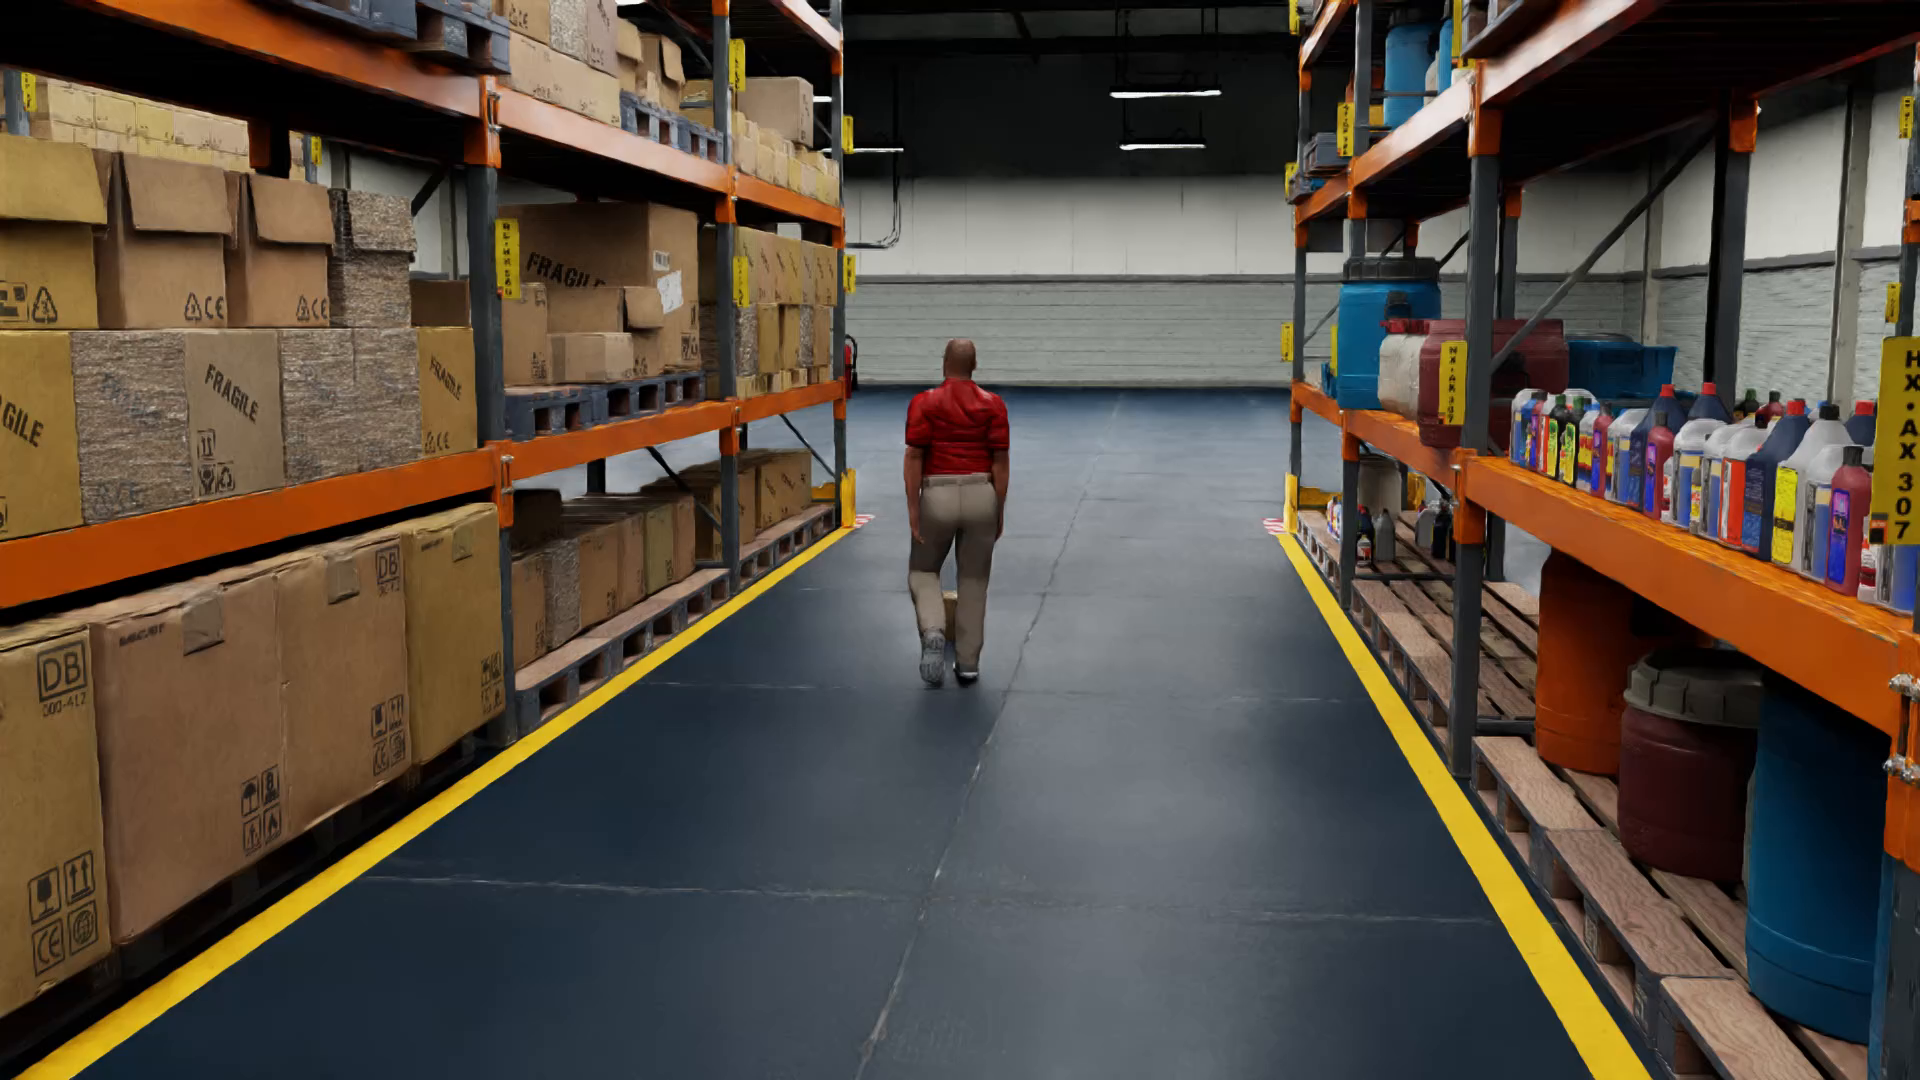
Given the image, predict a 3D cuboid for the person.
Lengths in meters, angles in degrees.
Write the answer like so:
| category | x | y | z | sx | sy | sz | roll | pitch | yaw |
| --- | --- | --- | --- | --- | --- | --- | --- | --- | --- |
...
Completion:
| category | x | y | z | sx | sy | sz | roll | pitch | yaw |
| --- | --- | --- | --- | --- | --- | --- | --- | --- | --- |
| person | -0.018 | -0.151 | 8.364 | 0.531 | 1.722 | 0.511 | -1 | 8 | -4 |
